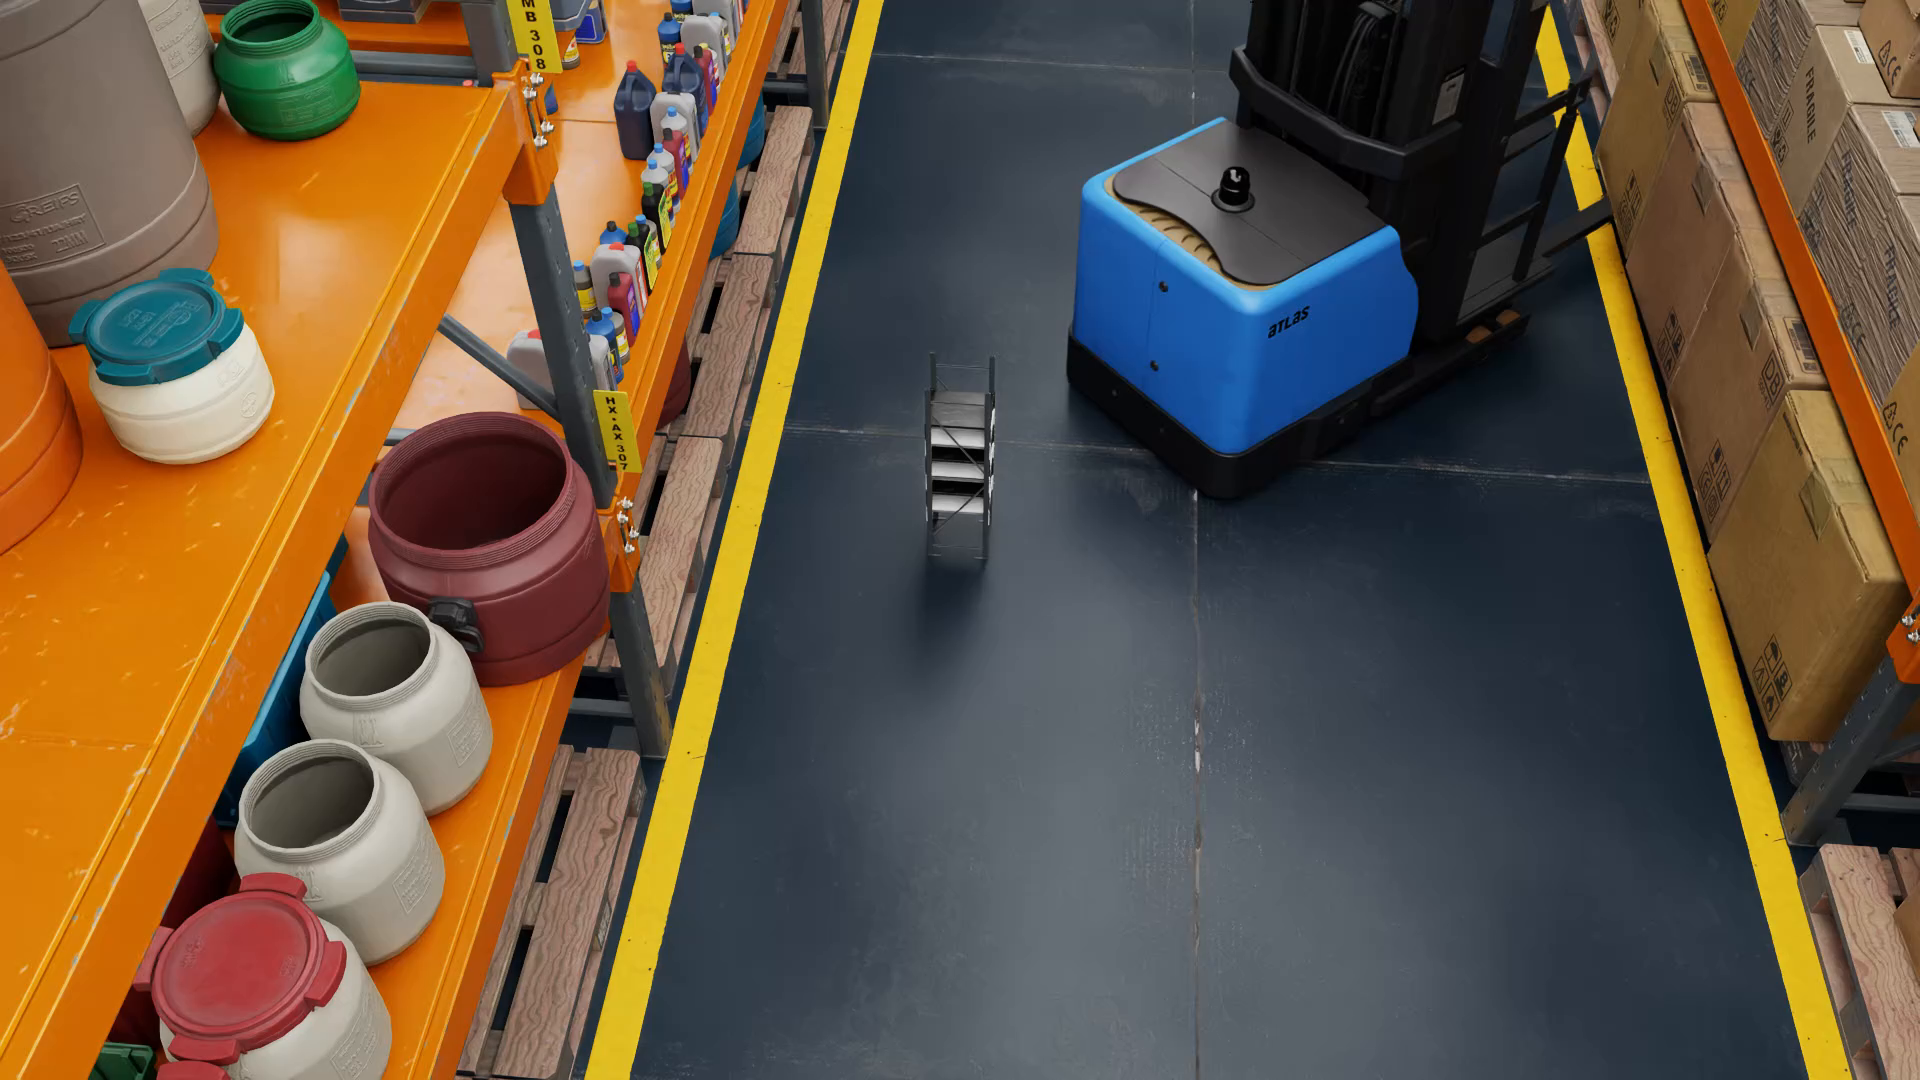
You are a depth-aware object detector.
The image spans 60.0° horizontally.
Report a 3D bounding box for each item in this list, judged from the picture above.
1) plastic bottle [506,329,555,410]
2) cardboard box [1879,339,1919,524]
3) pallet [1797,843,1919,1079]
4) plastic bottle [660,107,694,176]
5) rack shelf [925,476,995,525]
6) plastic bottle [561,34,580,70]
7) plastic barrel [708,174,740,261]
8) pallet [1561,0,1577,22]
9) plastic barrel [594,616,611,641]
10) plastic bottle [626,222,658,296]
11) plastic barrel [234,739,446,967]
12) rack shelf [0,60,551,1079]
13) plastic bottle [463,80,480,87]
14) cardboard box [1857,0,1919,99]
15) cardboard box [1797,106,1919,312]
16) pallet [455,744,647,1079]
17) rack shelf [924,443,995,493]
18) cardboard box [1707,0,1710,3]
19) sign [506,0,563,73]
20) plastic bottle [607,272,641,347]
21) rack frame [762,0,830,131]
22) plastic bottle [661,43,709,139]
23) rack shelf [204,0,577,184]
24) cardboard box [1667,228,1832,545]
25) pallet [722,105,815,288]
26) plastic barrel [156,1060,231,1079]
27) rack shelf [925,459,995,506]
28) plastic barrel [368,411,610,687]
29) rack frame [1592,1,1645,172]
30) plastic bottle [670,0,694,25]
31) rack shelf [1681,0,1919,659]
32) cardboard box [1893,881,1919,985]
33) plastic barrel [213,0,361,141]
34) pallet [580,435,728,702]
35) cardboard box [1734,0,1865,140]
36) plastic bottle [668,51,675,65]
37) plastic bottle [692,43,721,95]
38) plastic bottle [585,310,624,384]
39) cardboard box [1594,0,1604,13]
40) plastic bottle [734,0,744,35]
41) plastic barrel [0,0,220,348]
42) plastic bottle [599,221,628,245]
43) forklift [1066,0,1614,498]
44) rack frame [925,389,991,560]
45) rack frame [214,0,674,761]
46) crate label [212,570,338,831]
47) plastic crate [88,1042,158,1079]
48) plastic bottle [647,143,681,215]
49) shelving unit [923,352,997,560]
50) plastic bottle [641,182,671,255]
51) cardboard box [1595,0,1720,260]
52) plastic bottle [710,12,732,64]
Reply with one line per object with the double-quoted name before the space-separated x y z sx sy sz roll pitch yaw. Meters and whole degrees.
"plastic bottle" -1.345 -0.558 5.312 0.152 0.276 0.135 4 48 4
"cardboard box" 3.176 -0.373 4.991 0.500 0.500 0.500 5 48 5
"pallet" 3.305 1.555 5.185 1.003 0.211 1.213 4 48 4
"plastic bottle" -1.051 -1.478 6.156 0.097 0.271 0.097 0 48 0
"rack shelf" 0.001 -0.166 6.581 0.258 0.077 0.200 4 48 4
"plastic bottle" -1.592 -2.006 6.686 0.097 0.201 0.097 0 48 0
"plastic barrel" -1.322 -1.747 7.453 0.600 0.901 0.708 4 48 4
"pallet" 3.998 -3.411 9.727 1.003 0.211 1.213 4 48 4
"plastic barrel" -1.527 -0.063 5.961 0.600 0.830 0.708 4 48 4
"plastic bottle" -1.094 -0.986 5.698 0.061 0.283 0.133 4 48 4
"plastic barrel" -1.474 0.749 3.957 0.421 0.512 0.421 0 48 0
"rack shelf" -1.737 0.407 2.800 1.077 0.370 4.000 4 48 4
"plastic bottle" -1.783 -1.557 6.174 0.144 0.351 0.185 4 48 4
"cardboard box" 3.577 -1.841 5.653 0.797 0.503 0.637 5 48 5
"cardboard box" 3.271 -1.121 5.675 0.500 0.500 0.500 2 48 2
"pallet" -1.664 1.214 5.496 1.003 0.211 1.213 4 48 4
"rack shelf" 0.001 -0.287 6.448 0.258 0.077 0.200 4 48 4
"cardboard box" 3.451 -2.612 7.039 0.500 0.500 0.500 4 48 4
"sign" -1.007 -1.239 3.888 0.100 0.325 0.005 4 48 4
"plastic bottle" -1.118 -0.789 5.518 0.061 0.283 0.133 4 48 4
"rack frame" -1.190 -3.233 7.674 1.000 3.000 0.127 4 48 4
"plastic bottle" -1.049 -1.709 6.314 0.144 0.351 0.185 4 48 4
"rack shelf" -1.373 -2.533 5.488 1.077 0.370 4.000 4 48 4
"cardboard box" 3.550 -0.545 6.371 1.225 0.875 0.875 4 48 4
"pallet" -1.302 -1.727 8.187 1.003 0.211 1.213 4 48 4
"plastic barrel" -1.547 1.373 3.370 0.433 0.535 0.433 0 48 0
"rack shelf" 0.001 -0.226 6.514 0.258 0.077 0.200 4 48 4
"plastic barrel" -1.296 0.022 4.605 0.600 0.536 0.708 4 48 4
"rack frame" 3.742 -2.900 7.369 1.000 3.000 0.127 4 48 4
"plastic bottle" -1.122 -2.135 6.757 0.097 0.271 0.097 0 48 0
"rack shelf" 3.560 -1.187 6.291 1.077 0.370 4.000 4 48 4
"cardboard box" 3.336 1.229 4.989 0.700 0.500 0.500 2 48 1
"plastic barrel" -1.527 -1.068 3.767 0.294 0.245 0.294 0 48 0
"pallet" -1.525 0.066 6.547 1.003 0.211 1.213 4 48 4
"cardboard box" 3.360 -1.875 6.364 0.500 0.500 0.500 3 48 3
"plastic bottle" -1.073 -1.789 6.440 0.097 0.271 0.097 0 48 0
"plastic bottle" -1.000 -1.859 6.552 0.097 0.201 0.097 0 48 0
"plastic bottle" -1.156 -0.630 5.380 0.097 0.271 0.097 0 48 0
"cardboard box" 3.964 -3.465 9.042 0.875 0.875 0.875 4 48 4
"plastic bottle" -0.984 -2.240 6.850 0.152 0.276 0.135 4 48 4
"plastic barrel" -1.846 -0.886 3.155 0.600 0.901 0.600 0 48 0
"plastic bottle" -1.174 -0.974 5.695 0.097 0.271 0.097 0 48 0
"forklift" 1.947 -2.065 6.653 3.031 2.935 1.130 -29 54 -24
"rack frame" -0.009 -0.235 6.355 0.240 0.900 0.006 4 48 4
"rack frame" -1.555 -0.293 4.986 1.000 3.000 0.127 4 48 4
"crate label" -1.915 0.407 4.321 0.502 0.435 0.616 4 48 4
"plastic crate" -2.042 1.419 3.563 0.450 0.188 0.662 4 48 4
"plastic bottle" -1.072 -1.309 6.001 0.097 0.271 0.097 0 48 0
"shelving unit" 0.001 -0.310 6.423 0.258 0.900 0.210 4 48 4
"plastic bottle" -1.073 -1.155 5.853 0.061 0.283 0.133 4 48 4
"cardboard box" 3.703 -1.853 7.567 1.225 0.875 0.875 4 48 4
"plastic bottle" -0.979 -2.029 6.708 0.097 0.201 0.097 0 48 0
